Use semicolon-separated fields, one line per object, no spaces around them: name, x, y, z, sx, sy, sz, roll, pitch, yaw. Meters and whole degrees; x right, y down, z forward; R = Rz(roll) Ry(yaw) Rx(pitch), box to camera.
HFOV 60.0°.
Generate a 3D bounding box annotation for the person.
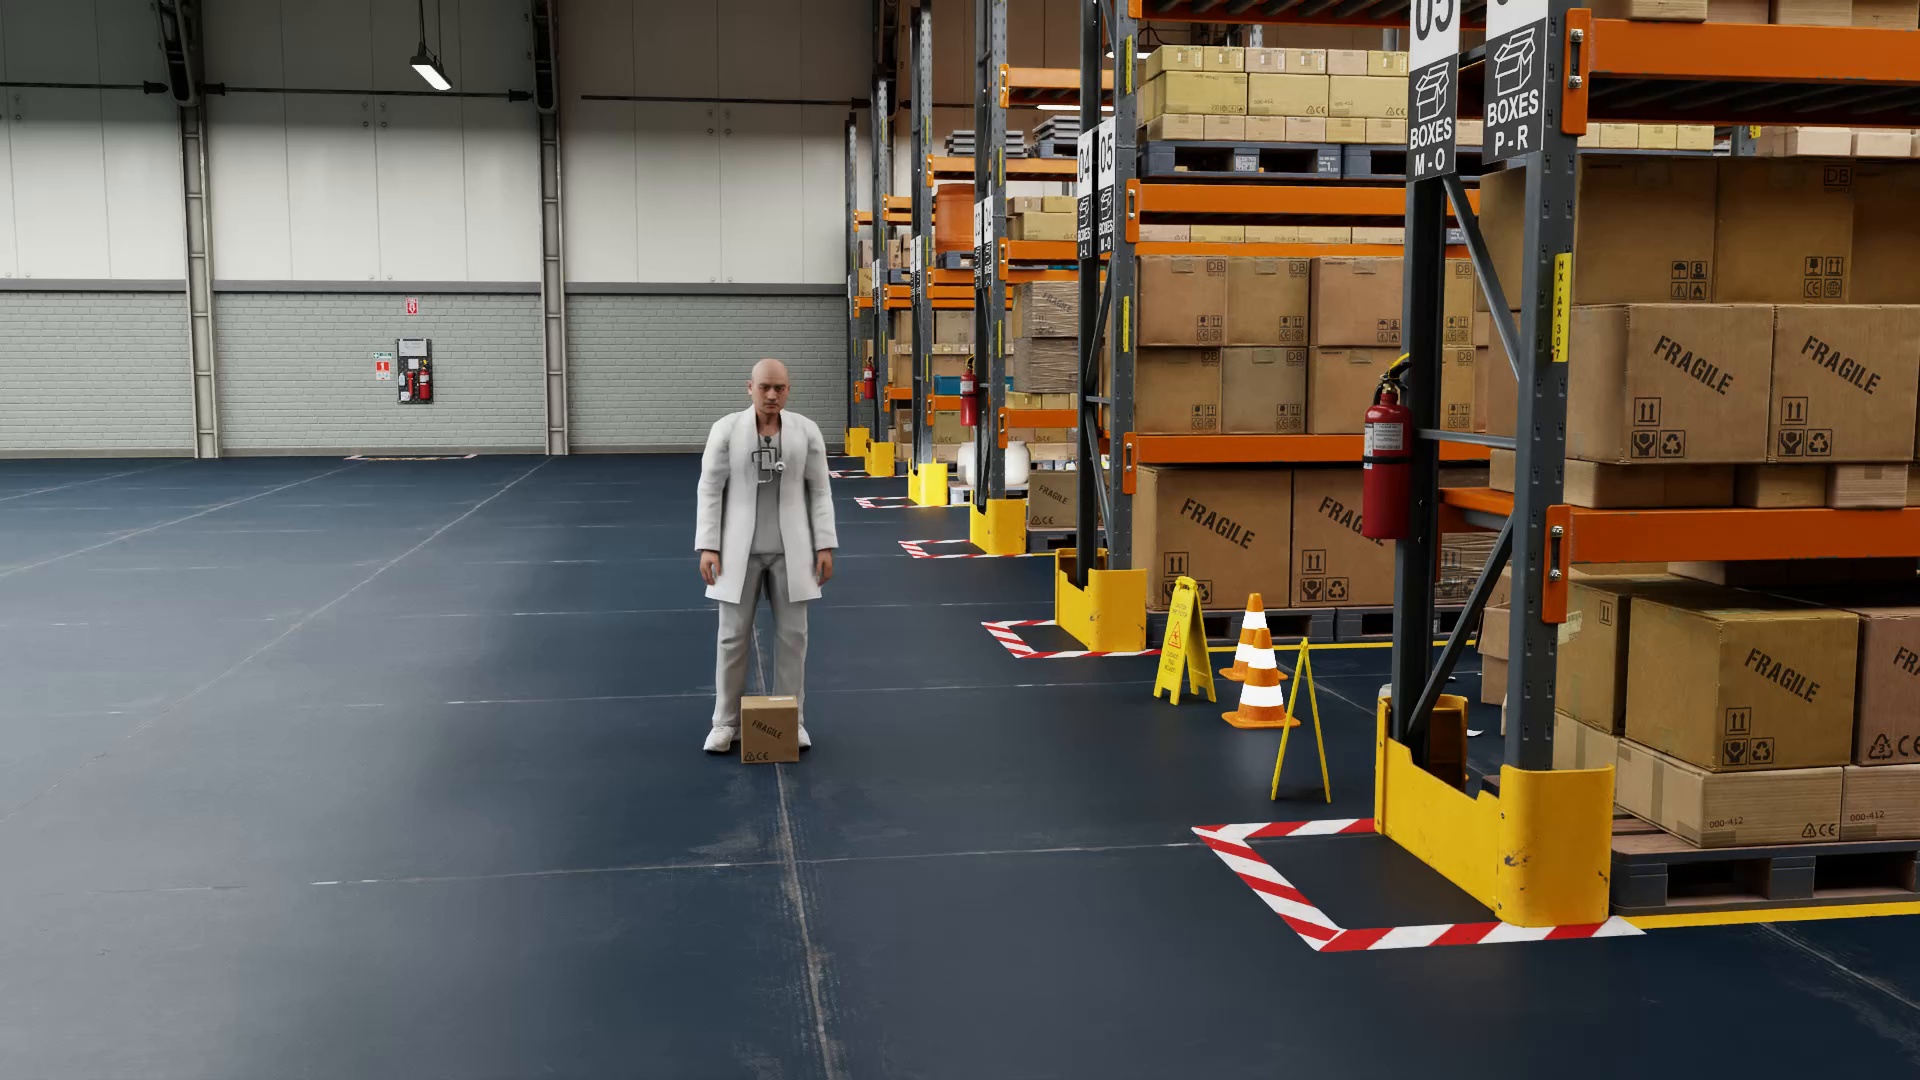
person;-0.883;0.062;7.611;0.654;1.775;0.420;-1;6;-12
